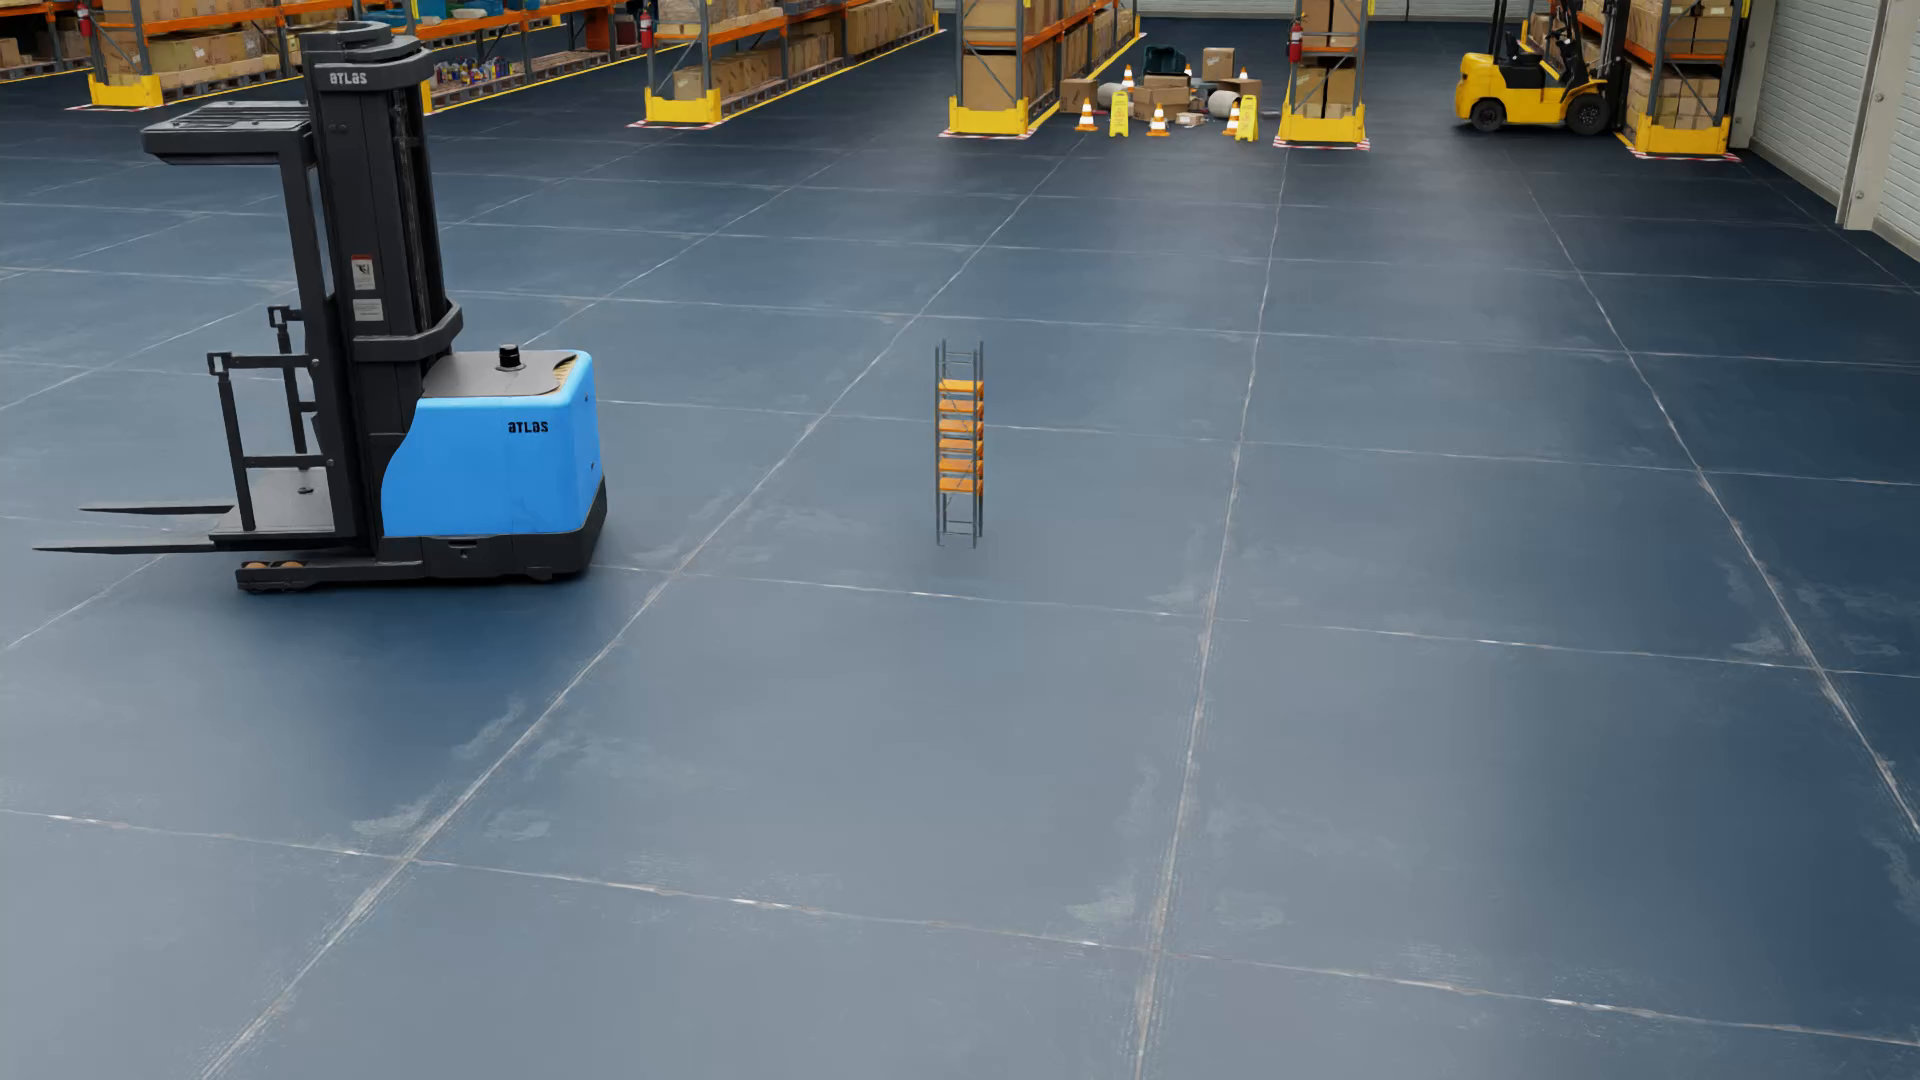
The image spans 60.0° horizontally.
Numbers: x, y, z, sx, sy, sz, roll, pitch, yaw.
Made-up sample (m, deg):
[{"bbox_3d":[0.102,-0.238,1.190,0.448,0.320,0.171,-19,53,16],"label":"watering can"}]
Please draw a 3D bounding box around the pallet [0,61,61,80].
[{"bbox_3d":[-18.227,-9.080,32.116,1.003,0.211,1.213,4,22,11],"label":"pallet"}]

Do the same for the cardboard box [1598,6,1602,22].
[{"bbox_3d":[11.060,-8.855,28.025,0.500,0.250,0.500,5,22,11],"label":"cardboard box"}]

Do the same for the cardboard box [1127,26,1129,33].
[{"bbox_3d":[3.683,-11.745,38.256,0.380,0.149,0.250,3,22,9],"label":"cardboard box"}]

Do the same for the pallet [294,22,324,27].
[{"bbox_3d":[-16.260,-12.526,40.673,1.003,0.211,1.213,4,22,11],"label":"pallet"}]

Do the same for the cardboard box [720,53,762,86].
[{"bbox_3d":[-3.807,-8.171,28.910,0.500,0.500,0.500,12,25,28],"label":"cardboard box"}]

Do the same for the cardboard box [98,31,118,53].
[{"bbox_3d":[-17.791,-10.313,34.202,0.700,0.500,0.500,5,22,12],"label":"cardboard box"}]

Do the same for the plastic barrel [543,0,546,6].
[{"bbox_3d":[-8.006,-10.275,31.535,0.301,0.262,0.301,0,22,0],"label":"plastic barrel"}]

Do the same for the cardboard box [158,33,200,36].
[{"bbox_3d":[-13.979,-8.818,29.848,0.500,0.500,0.500,4,22,11],"label":"cardboard box"}]

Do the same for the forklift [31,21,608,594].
[{"bbox_3d":[-3.623,-1.270,9.084,3.031,2.935,1.130,-1,22,-4],"label":"forklift"}]

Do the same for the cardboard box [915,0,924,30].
[{"bbox_3d":[-1.367,-12.514,39.192,0.875,0.875,0.875,4,22,11],"label":"cardboard box"}]

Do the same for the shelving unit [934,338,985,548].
[{"bbox_3d":[-0.003,-0.551,9.616,0.258,1.200,0.189,4,22,11],"label":"shelving unit"}]

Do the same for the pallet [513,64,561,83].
[{"bbox_3d":[-8.304,-8.863,31.578,1.003,0.211,1.213,4,22,11],"label":"pallet"}]

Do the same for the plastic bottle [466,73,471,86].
[{"bbox_3d":[-8.546,-7.987,28.826,0.097,0.201,0.097,0,22,0],"label":"plastic bottle"}]

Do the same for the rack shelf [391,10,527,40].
[{"bbox_3d":[-8.834,-8.801,28.655,1.077,0.370,4.000,4,22,11],"label":"rack shelf"}]

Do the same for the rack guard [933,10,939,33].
[{"bbox_3d":[-1.124,-12.727,40.785,1.175,0.500,0.348,4,22,11],"label":"rack guard"}]

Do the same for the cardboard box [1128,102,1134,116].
[{"bbox_3d":[2.710,-7.036,26.970,0.396,0.266,0.258,8,23,20],"label":"cardboard box"}]

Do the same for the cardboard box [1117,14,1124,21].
[{"bbox_3d":[3.507,-11.828,37.664,0.380,0.149,0.250,5,22,11],"label":"cardboard box"}]

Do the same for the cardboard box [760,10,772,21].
[{"bbox_3d":[-3.445,-8.994,28.506,0.380,0.149,0.250,4,22,11],"label":"cardboard box"}]

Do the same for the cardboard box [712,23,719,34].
[{"bbox_3d":[-4.032,-8.085,26.251,0.380,0.149,0.250,4,22,11],"label":"cardboard box"}]

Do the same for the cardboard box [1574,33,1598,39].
[{"bbox_3d":[11.653,-9.355,30.983,0.380,0.149,0.250,3,22,8],"label":"cardboard box"}]

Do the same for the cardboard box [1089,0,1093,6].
[{"bbox_3d":[2.245,-10.398,31.522,0.500,0.500,0.500,4,22,11],"label":"cardboard box"}]

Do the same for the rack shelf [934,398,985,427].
[{"bbox_3d":[-0.003,-0.733,9.543,0.258,0.103,0.180,4,22,11],"label":"rack shelf"}]

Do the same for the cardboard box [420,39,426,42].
[{"bbox_3d":[-11.984,-11.089,36.130,0.500,0.500,0.500,4,22,9],"label":"cardboard box"}]

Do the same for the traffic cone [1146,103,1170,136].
[{"bbox_3d":[2.977,-6.310,24.901,0.336,0.463,0.334,4,22,11],"label":"traffic cone"}]

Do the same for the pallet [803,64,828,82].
[{"bbox_3d":[-3.173,-8.928,31.738,1.003,0.211,1.213,4,22,11],"label":"pallet"}]

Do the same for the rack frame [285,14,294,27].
[{"bbox_3d":[-16.492,-13.547,39.476,1.000,3.000,0.127,4,22,11],"label":"rack frame"}]

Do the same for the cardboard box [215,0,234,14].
[{"bbox_3d":[-13.566,-9.752,29.920,0.700,0.500,0.500,5,22,12],"label":"cardboard box"}]

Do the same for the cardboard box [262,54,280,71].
[{"bbox_3d":[-13.155,-8.978,31.250,0.500,0.250,0.500,4,22,11],"label":"cardboard box"}]

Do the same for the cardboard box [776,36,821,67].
[{"bbox_3d":[-3.088,-9.338,31.782,0.700,0.500,0.500,6,23,15],"label":"cardboard box"}]

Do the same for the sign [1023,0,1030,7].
[{"bbox_3d":[0.984,-8.005,24.449,0.100,0.325,0.005,4,22,11],"label":"sign"}]

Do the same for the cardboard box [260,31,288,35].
[{"bbox_3d":[-13.372,-9.786,32.503,0.500,0.311,0.500,5,22,12],"label":"cardboard box"}]

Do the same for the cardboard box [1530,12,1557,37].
[{"bbox_3d":[13.215,-11.565,37.334,0.797,0.503,0.637,4,22,9],"label":"cardboard box"}]

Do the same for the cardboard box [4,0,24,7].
[{"bbox_3d":[-18.034,-10.183,31.298,0.500,0.250,0.500,5,22,11],"label":"cardboard box"}]

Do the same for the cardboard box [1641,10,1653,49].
[{"bbox_3d":[10.126,-7.329,23.902,0.500,0.500,0.500,5,23,13],"label":"cardboard box"}]

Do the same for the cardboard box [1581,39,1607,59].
[{"bbox_3d":[11.660,-8.685,30.021,0.875,0.625,0.625,5,23,13],"label":"cardboard box"}]

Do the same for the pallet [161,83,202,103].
[{"bbox_3d":[-13.975,-7.772,28.868,1.003,0.211,1.213,4,22,11],"label":"pallet"}]

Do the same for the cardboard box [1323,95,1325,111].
[{"bbox_3d":[5.954,-6.850,25.966,0.500,0.250,0.500,6,23,15],"label":"cardboard box"}]

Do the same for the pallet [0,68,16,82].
[{"bbox_3d":[-18.474,-8.632,31.005,1.003,0.211,1.213,4,22,11],"label":"pallet"}]

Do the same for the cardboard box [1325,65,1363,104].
[{"bbox_3d":[5.748,-6.820,24.888,0.500,0.500,0.500,4,22,9],"label":"cardboard box"}]

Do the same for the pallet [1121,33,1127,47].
[{"bbox_3d":[3.239,-11.402,37.882,1.003,0.211,1.213,4,22,11],"label":"pallet"}]

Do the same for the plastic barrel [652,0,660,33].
[{"bbox_3d":[-6.921,-11.816,37.424,0.600,0.901,0.708,4,22,11],"label":"plastic barrel"}]

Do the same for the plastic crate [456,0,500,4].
[{"bbox_3d":[-8.657,-9.656,29.897,0.767,0.338,0.504,4,22,11],"label":"plastic crate"}]

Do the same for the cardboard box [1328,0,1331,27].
[{"bbox_3d":[5.361,-8.040,25.269,0.500,0.500,0.500,4,22,11],"label":"cardboard box"}]

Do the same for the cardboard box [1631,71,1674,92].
[{"bbox_3d":[10.055,-6.656,24.145,0.500,0.250,0.500,5,22,12],"label":"cardboard box"}]

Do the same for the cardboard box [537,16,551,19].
[{"bbox_3d":[-10.696,-13.461,42.019,0.500,0.500,0.500,4,22,11],"label":"cardboard box"}]

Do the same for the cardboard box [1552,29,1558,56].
[{"bbox_3d":[12.199,-9.962,33.358,0.500,0.500,0.500,4,22,10],"label":"cardboard box"}]

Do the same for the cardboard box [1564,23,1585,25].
[{"bbox_3d":[12.218,-10.204,33.091,0.380,0.149,0.250,4,22,10],"label":"cardboard box"}]

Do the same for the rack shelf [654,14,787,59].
[{"bbox_3d":[-3.985,-8.424,27.717,1.077,0.370,4.000,4,22,11],"label":"rack shelf"}]

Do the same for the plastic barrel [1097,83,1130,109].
[{"bbox_3d":[2.528,-7.347,27.529,0.421,0.421,0.512,-16,27,-35],"label":"plastic barrel"}]

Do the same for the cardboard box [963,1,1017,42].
[{"bbox_3d":[0.473,-7.820,25.054,0.875,0.550,0.550,4,22,11],"label":"cardboard box"}]

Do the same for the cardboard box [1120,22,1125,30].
[{"bbox_3d":[3.506,-11.594,37.482,0.380,0.149,0.250,4,22,11],"label":"cardboard box"}]

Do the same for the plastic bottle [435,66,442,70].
[{"bbox_3d":[-9.190,-8.190,29.231,0.152,0.276,0.135,4,22,9],"label":"plastic bottle"}]

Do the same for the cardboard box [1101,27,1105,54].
[{"bbox_3d":[2.667,-10.183,33.907,0.500,0.500,0.500,4,22,10],"label":"cardboard box"}]

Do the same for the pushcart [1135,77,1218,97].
[{"bbox_3d":[3.882,-7.673,28.399,1.648,0.377,0.936,-3,22,-8],"label":"pushcart"}]

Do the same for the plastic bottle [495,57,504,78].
[{"bbox_3d":[-8.314,-8.514,29.935,0.144,0.351,0.185,3,22,8],"label":"plastic bottle"}]

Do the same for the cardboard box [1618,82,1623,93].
[{"bbox_3d":[10.265,-6.802,25.178,0.500,0.250,0.500,4,22,11],"label":"cardboard box"}]

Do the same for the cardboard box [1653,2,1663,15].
[{"bbox_3d":[9.988,-7.485,23.420,0.380,0.149,0.250,5,22,12],"label":"cardboard box"}]
